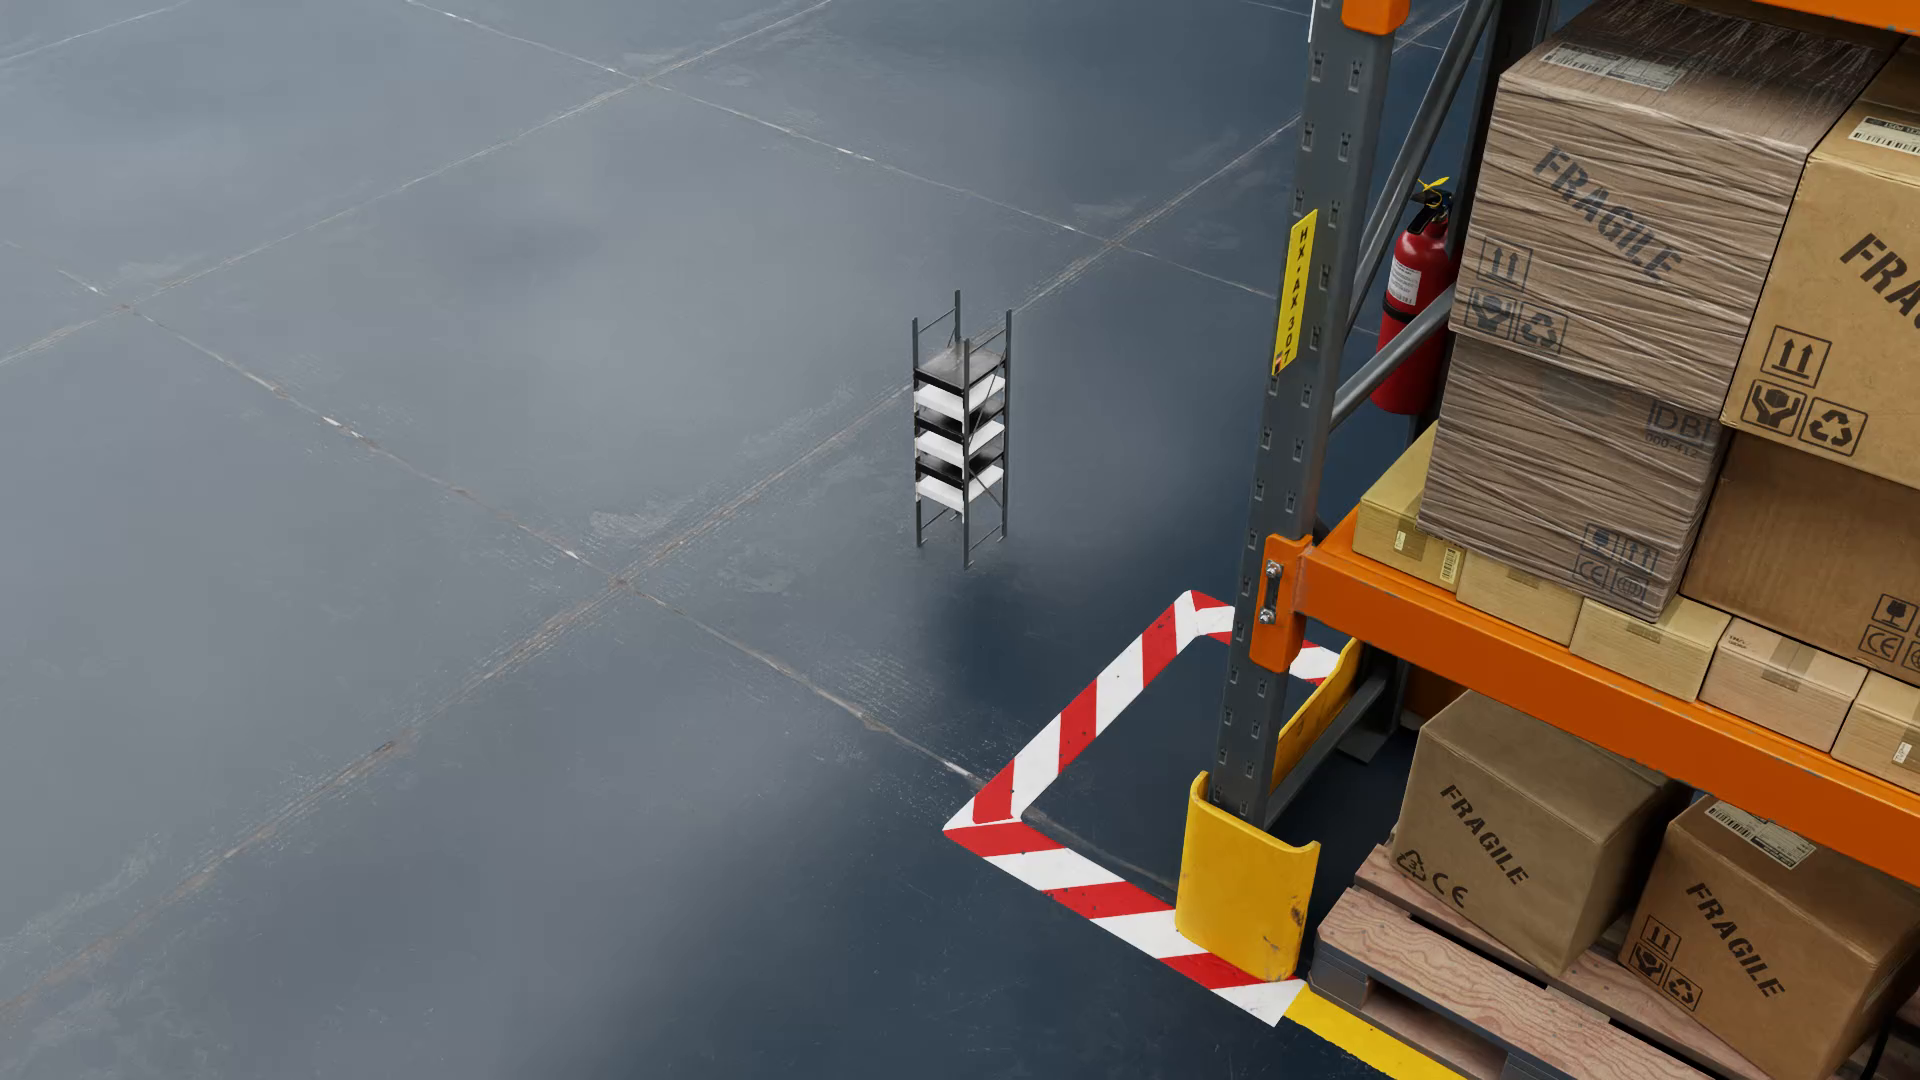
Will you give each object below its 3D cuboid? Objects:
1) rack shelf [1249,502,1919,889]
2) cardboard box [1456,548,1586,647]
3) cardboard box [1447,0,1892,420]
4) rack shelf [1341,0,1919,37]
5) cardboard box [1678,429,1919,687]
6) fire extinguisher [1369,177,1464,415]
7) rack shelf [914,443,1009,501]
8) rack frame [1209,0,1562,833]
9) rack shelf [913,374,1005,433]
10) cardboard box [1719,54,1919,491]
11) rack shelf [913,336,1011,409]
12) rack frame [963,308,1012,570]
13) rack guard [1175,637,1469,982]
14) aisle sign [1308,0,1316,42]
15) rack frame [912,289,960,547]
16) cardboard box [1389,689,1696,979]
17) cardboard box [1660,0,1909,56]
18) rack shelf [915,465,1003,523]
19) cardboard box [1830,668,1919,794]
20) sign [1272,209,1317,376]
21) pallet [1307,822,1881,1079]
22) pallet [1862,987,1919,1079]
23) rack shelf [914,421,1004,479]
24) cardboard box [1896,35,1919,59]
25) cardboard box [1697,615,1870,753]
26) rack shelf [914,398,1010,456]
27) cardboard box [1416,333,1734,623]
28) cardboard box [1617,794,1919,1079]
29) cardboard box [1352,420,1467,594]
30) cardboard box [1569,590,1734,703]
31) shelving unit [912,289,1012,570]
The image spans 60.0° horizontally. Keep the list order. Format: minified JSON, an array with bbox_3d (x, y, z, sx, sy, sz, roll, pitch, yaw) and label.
[{"bbox_3d":[2.567,0.630,3.095,4.000,0.370,1.077,25,45,29],"label":"rack shelf"},{"bbox_3d":[1.247,0.024,3.490,0.250,0.149,0.380,25,45,29],"label":"cardboard box"},{"bbox_3d":[1.250,-0.613,2.966,0.500,0.500,0.500,25,45,29],"label":"cardboard box"},{"bbox_3d":[2.567,-0.551,2.170,4.000,0.370,1.077,25,45,29],"label":"rack shelf"},{"bbox_3d":[1.869,-0.210,3.263,0.500,0.500,0.875,25,45,29],"label":"cardboard box"},{"bbox_3d":[1.168,-0.640,4.197,0.183,0.674,0.296,25,45,29],"label":"fire extinguisher"},{"bbox_3d":[0.006,-0.254,5.545,0.200,0.077,0.258,25,45,29],"label":"rack shelf"},{"bbox_3d":[0.979,-0.402,3.830,0.127,3.000,1.000,25,45,29],"label":"rack frame"},{"bbox_3d":[0.006,-0.467,5.378,0.200,0.077,0.258,25,45,29],"label":"rack shelf"},{"bbox_3d":[1.643,-0.422,2.722,0.500,0.500,0.500,25,45,29],"label":"cardboard box"},{"bbox_3d":[0.006,-0.538,5.323,0.200,0.077,0.258,25,45,29],"label":"rack shelf"},{"bbox_3d":[0.087,-0.313,5.420,0.006,0.900,0.240,25,45,29],"label":"rack frame"},{"bbox_3d":[1.039,0.611,4.564,0.348,0.500,1.175,25,45,29],"label":"rack guard"},{"bbox_3d":[0.747,-1.302,2.871,0.004,0.787,0.394,25,45,29],"label":"aisle sign"},{"bbox_3d":[-0.074,-0.389,5.517,0.006,0.900,0.240,25,45,29],"label":"rack frame"},{"bbox_3d":[1.465,0.659,4.162,0.500,0.500,0.500,-29,46,-32],"label":"cardboard box"},{"bbox_3d":[1.566,-0.867,3.291,0.500,0.500,0.500,25,45,29],"label":"cardboard box"},{"bbox_3d":[0.006,-0.183,5.600,0.200,0.077,0.258,25,45,29],"label":"rack shelf"},{"bbox_3d":[1.842,0.305,3.131,0.250,0.149,0.380,25,45,29],"label":"cardboard box"},{"bbox_3d":[0.649,-0.477,3.224,0.005,0.325,0.100,25,45,29],"label":"sign"},{"bbox_3d":[1.663,1.046,4.243,1.213,0.211,1.003,25,45,29],"label":"pallet"},{"bbox_3d":[2.628,1.503,3.659,1.213,0.211,1.003,25,45,29],"label":"pallet"},{"bbox_3d":[0.006,-0.325,5.489,0.200,0.077,0.258,25,45,29],"label":"rack shelf"},{"bbox_3d":[1.966,-0.683,3.055,0.500,0.500,0.500,25,45,29],"label":"cardboard box"},{"bbox_3d":[1.648,0.208,3.255,0.250,0.149,0.380,25,45,29],"label":"cardboard box"},{"bbox_3d":[0.006,-0.396,5.434,0.200,0.077,0.258,25,45,29],"label":"rack shelf"},{"bbox_3d":[1.399,-0.339,3.427,0.500,0.500,0.875,25,45,29],"label":"cardboard box"},{"bbox_3d":[1.960,0.866,3.897,0.500,0.500,0.500,-25,45,-29],"label":"cardboard box"},{"bbox_3d":[1.060,-0.079,3.622,0.250,0.149,0.380,25,45,29],"label":"cardboard box"},{"bbox_3d":[1.437,0.125,3.361,0.250,0.149,0.380,25,45,29],"label":"cardboard box"},{"bbox_3d":[0.006,-0.351,5.469,0.210,0.900,0.258,25,45,29],"label":"shelving unit"}]
